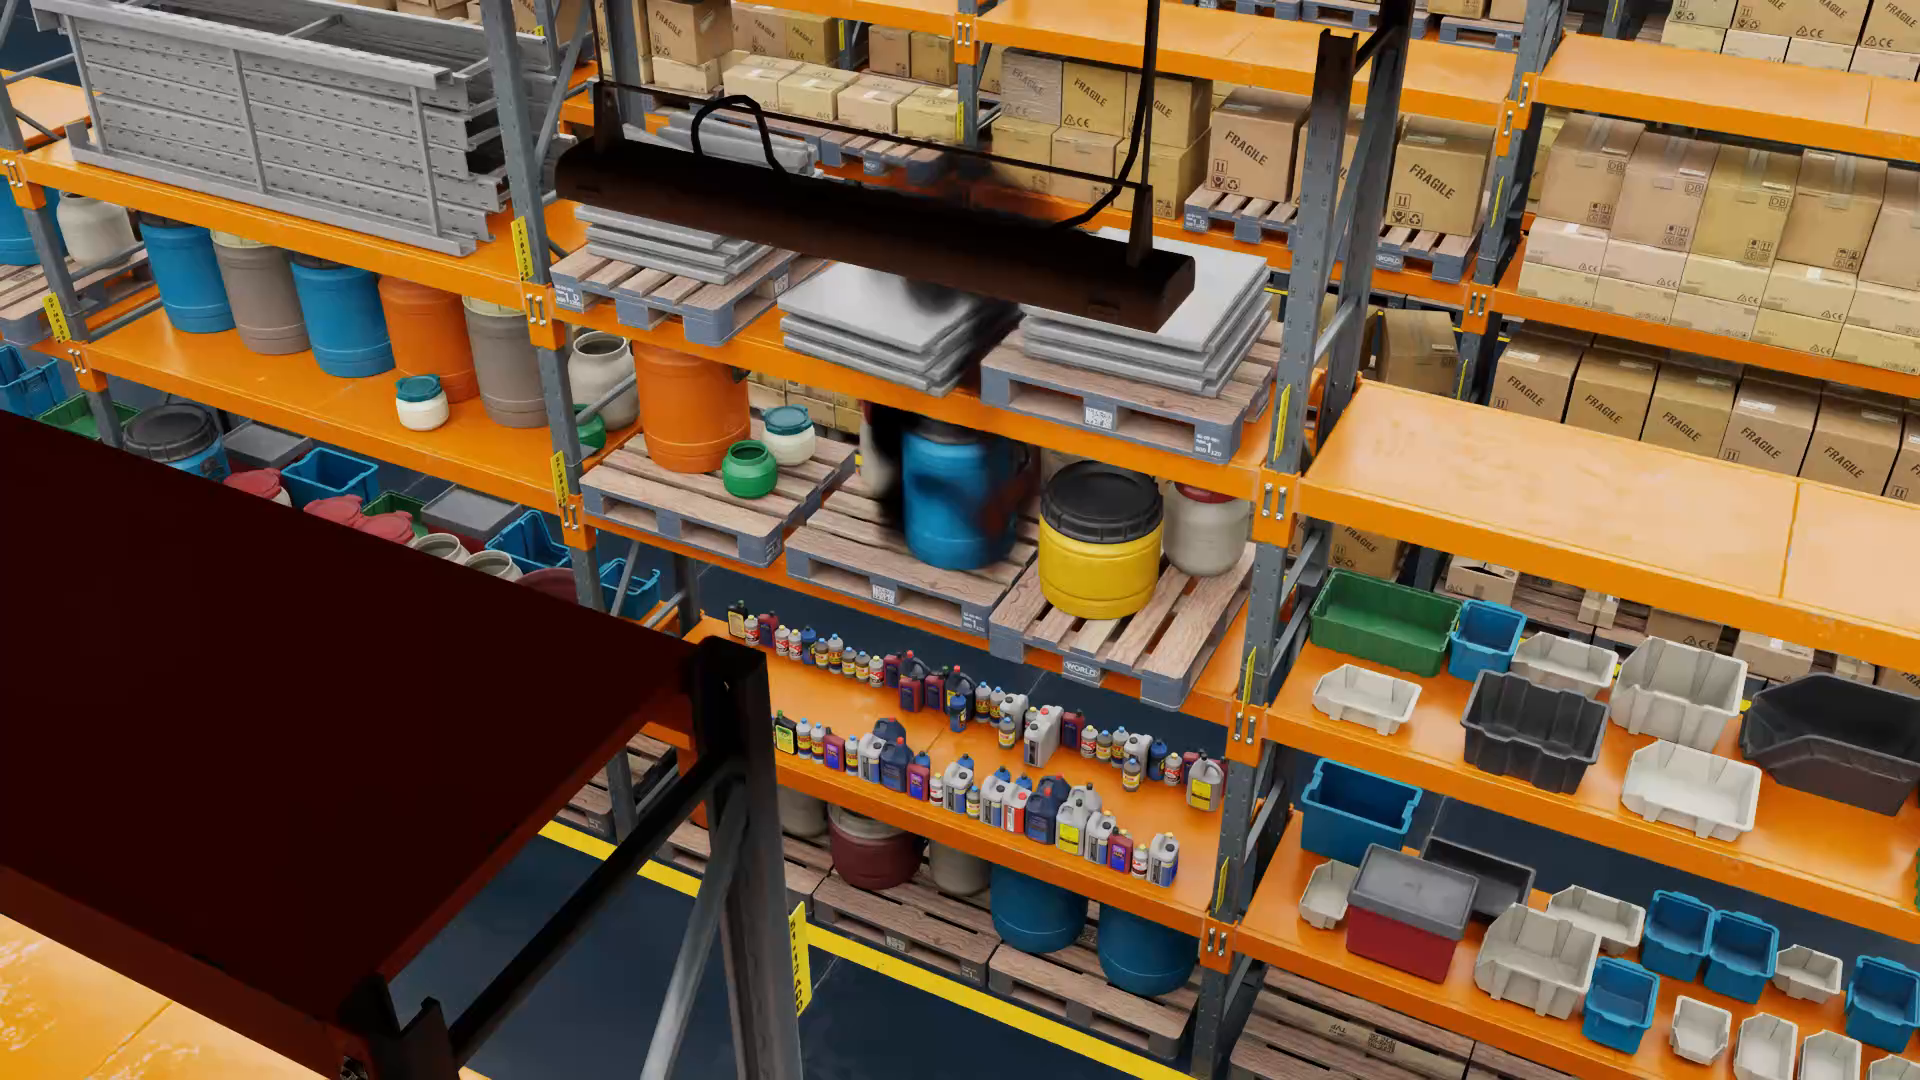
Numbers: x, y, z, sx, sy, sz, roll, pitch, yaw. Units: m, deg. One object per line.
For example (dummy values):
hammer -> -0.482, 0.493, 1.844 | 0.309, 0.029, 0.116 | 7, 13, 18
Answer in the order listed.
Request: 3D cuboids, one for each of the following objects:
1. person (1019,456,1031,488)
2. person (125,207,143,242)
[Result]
person -> 0.325, -0.495, 12.618 | 0.767, 1.721, 0.648 | 19, 39, 25
person -> -8.618, -3.619, 17.533 | 0.704, 1.736, 0.887 | 28, 44, 34
